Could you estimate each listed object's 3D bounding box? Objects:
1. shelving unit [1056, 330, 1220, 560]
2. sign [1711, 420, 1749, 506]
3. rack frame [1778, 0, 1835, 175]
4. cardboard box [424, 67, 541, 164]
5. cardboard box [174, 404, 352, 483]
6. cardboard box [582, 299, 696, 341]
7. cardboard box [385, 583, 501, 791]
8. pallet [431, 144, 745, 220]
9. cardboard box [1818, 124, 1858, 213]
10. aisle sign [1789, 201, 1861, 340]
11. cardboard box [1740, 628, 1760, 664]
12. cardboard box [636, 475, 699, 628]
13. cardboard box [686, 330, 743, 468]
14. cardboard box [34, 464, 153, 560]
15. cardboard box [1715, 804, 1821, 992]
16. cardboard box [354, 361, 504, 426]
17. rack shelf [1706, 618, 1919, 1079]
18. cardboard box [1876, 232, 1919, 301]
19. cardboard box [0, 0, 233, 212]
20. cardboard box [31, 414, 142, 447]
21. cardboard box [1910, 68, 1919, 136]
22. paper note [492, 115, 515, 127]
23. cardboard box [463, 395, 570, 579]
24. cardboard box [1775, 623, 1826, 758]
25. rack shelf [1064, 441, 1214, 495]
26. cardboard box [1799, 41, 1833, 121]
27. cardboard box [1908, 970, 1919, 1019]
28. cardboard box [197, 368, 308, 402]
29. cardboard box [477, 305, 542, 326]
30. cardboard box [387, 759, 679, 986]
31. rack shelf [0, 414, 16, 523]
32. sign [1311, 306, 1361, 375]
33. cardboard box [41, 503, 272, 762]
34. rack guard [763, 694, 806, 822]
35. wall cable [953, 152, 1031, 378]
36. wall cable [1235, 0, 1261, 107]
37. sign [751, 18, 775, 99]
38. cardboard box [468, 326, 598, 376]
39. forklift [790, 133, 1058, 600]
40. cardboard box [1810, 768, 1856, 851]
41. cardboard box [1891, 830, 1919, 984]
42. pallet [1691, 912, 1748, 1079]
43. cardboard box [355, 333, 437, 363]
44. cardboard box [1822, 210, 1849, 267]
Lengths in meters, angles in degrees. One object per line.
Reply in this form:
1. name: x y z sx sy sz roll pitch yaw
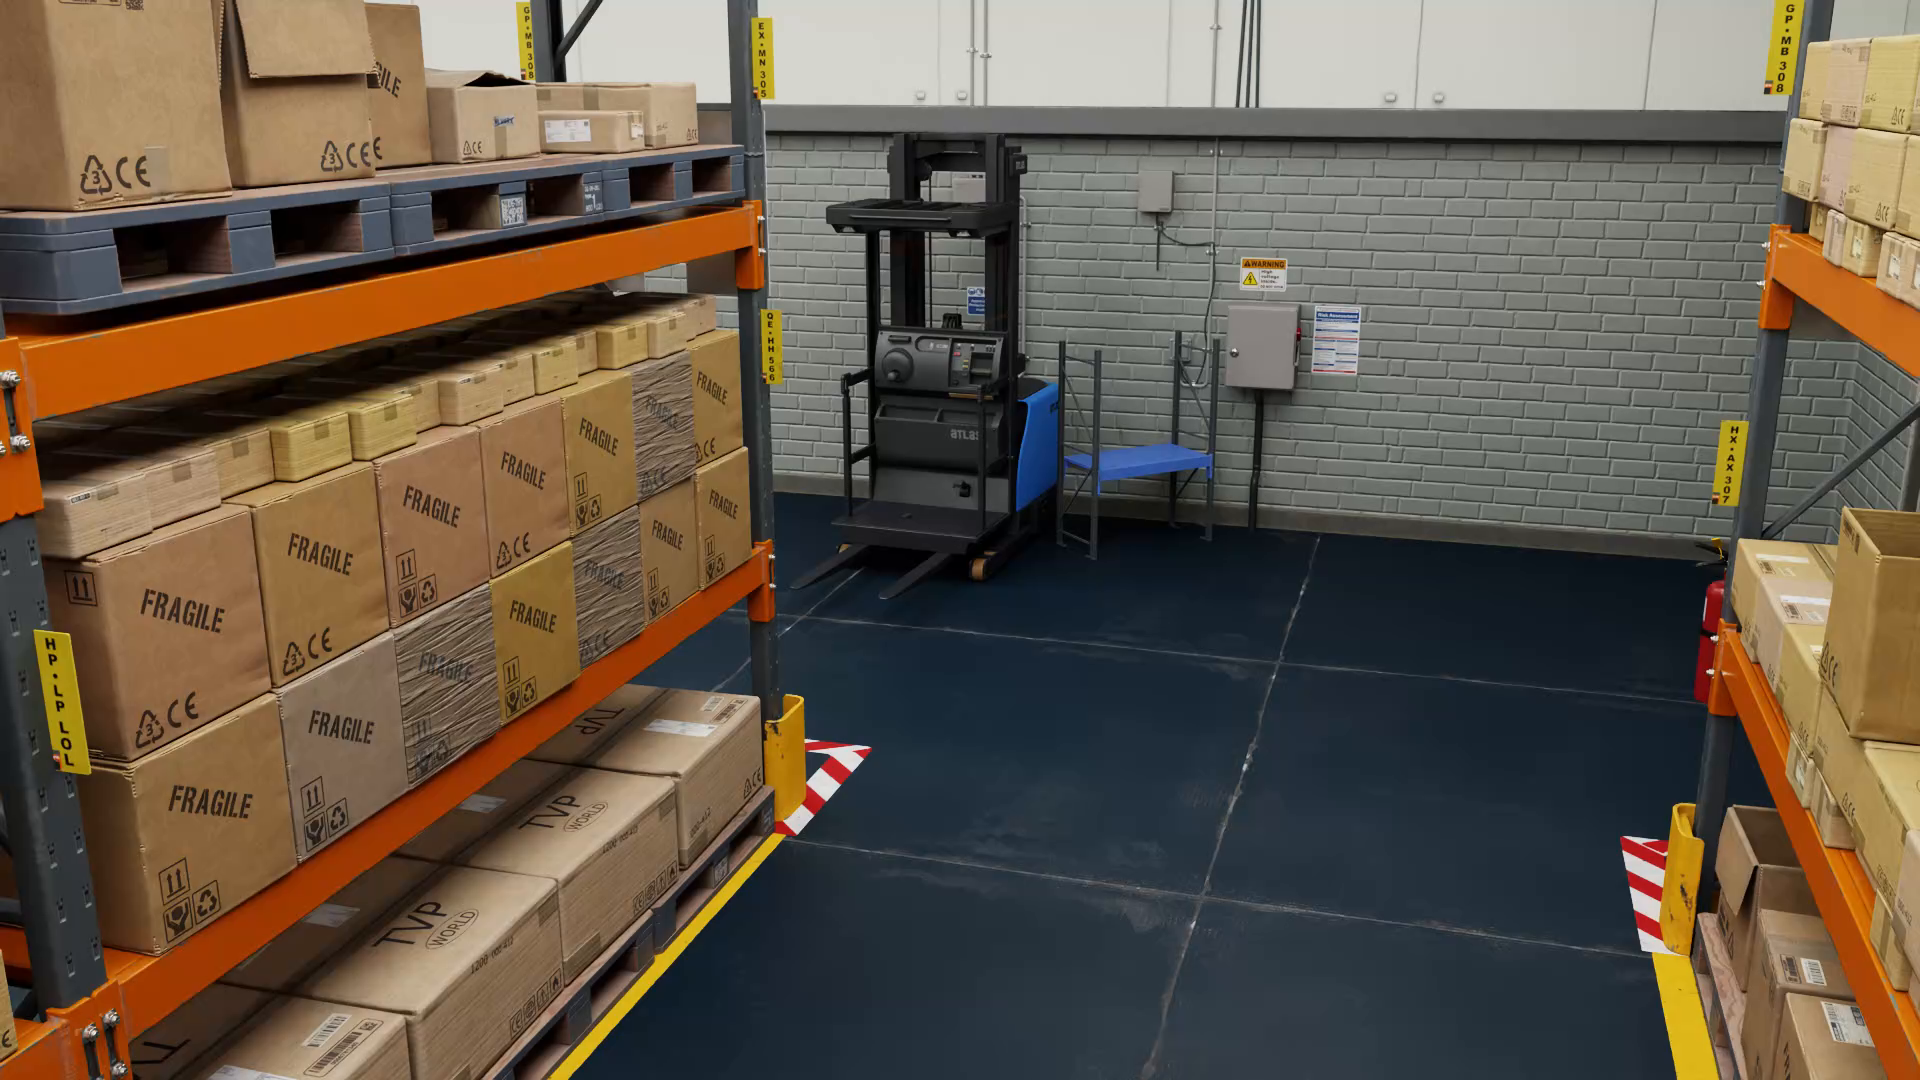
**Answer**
1. shelving unit: 1.284 -0.706 12.071 1.048 1.500 0.538 -9 18 -28
2. sign: 2.903 -0.288 6.262 0.100 0.325 0.005 5 16 16
3. rack frame: 3.423 -2.716 5.413 1.000 3.000 0.127 5 16 16
4. cardboard box: -1.810 -1.476 5.750 0.500 0.311 0.500 5 17 17
5. cardboard box: -1.916 -0.269 4.578 0.380 0.149 0.250 5 16 15
6. cardboard box: -1.296 -0.877 6.720 0.380 0.149 0.250 5 17 17
7. cardboard box: -1.795 0.421 5.163 0.500 0.500 0.500 5 17 16
8. pallet: -1.538 -1.419 6.501 1.003 0.211 1.213 5 16 16
9. cardboard box: 2.910 -1.114 4.993 0.500 0.250 0.500 5 17 17
10. aisle sign: 3.161 -1.121 6.020 0.394 0.787 0.004 5 16 16
11. cardboard box: 3.067 0.356 6.038 0.380 0.149 0.250 4 16 15
12. cardboard box: -1.377 0.015 6.595 0.500 0.500 0.500 4 16 15
13. cardboard box: -1.246 -0.598 6.925 0.500 0.500 0.500 5 17 18
14. cardboard box: -2.135 -0.071 3.877 0.380 0.149 0.250 4 16 15
15. cardboard box: 3.159 1.322 5.977 0.797 0.503 0.637 4 16 14
16. cardboard box: -1.684 -0.468 5.277 0.380 0.149 0.250 5 16 16
17. rack shelf: 2.855 1.040 4.485 1.077 0.370 4.000 5 16 16
18. cardboard box: 2.581 -0.693 4.239 0.380 0.149 0.250 5 16 16
19. cardboard box: -2.105 -1.046 3.887 0.500 0.500 0.500 5 17 17
20. cardboard box: -2.432 -0.239 4.469 0.380 0.149 0.250 5 16 16
21. cardboard box: 2.629 -1.089 3.989 0.500 0.250 0.500 5 17 17
22. paper note: -1.376 -1.266 5.021 0.006 0.032 0.123 5 16 16
23. cardboard box: -1.654 -0.199 5.517 0.500 0.500 0.500 5 16 15
24. cardboard box: 2.752 0.462 4.933 0.500 0.250 0.500 4 16 15
25. rack shelf: 1.284 -0.533 12.121 1.000 0.185 0.538 -9 18 -28
26. cardboard box: 3.056 -1.488 5.393 0.500 0.250 0.500 4 16 15
27. cardboard box: 2.339 1.029 3.666 0.380 0.149 0.250 5 17 17
28. cardboard box: -2.267 -0.443 5.190 0.380 0.149 0.250 4 16 15
29. cardboard box: -1.893 -0.850 6.625 0.380 0.149 0.250 5 17 18
30. cardboard box: -1.681 1.238 6.395 0.875 0.438 0.875 5 17 17
31. rack shelf: -3.042 0.259 1.740 1.077 0.370 4.000 5 16 16
32. sign: 2.748 -1.460 12.153 0.329 0.494 0.001 5 16 16
33. cardboard box: -2.106 0.198 4.119 0.500 0.500 0.500 5 17 16
34. rack guard: -1.330 0.983 7.948 1.175 0.500 0.348 5 16 16
35. wall cable: 0.243 -2.194 12.650 0.585 1.953 0.123 5 16 16
36. wall cable: 3.390 -4.343 11.081 2.988 3.039 0.133 5 16 16
37. sign: -0.821 -1.999 6.905 0.100 0.325 0.005 5 16 16
38. cardboard box: -1.542 -0.677 6.016 0.380 0.149 0.250 4 16 15
39. forklift: -0.222 -1.250 11.366 1.130 2.935 3.031 6 17 20
40. cardboard box: 2.598 0.760 4.615 0.380 0.149 0.250 5 17 17
41. cardboard box: 2.326 0.862 3.525 0.500 0.250 0.500 5 16 16
42. pallet: 3.176 1.741 5.806 1.003 0.211 1.213 5 16 16
43. cardboard box: -2.086 -0.645 5.902 0.380 0.149 0.250 5 17 16
44. cardboard box: 2.802 -0.893 4.943 0.380 0.149 0.250 5 17 17
